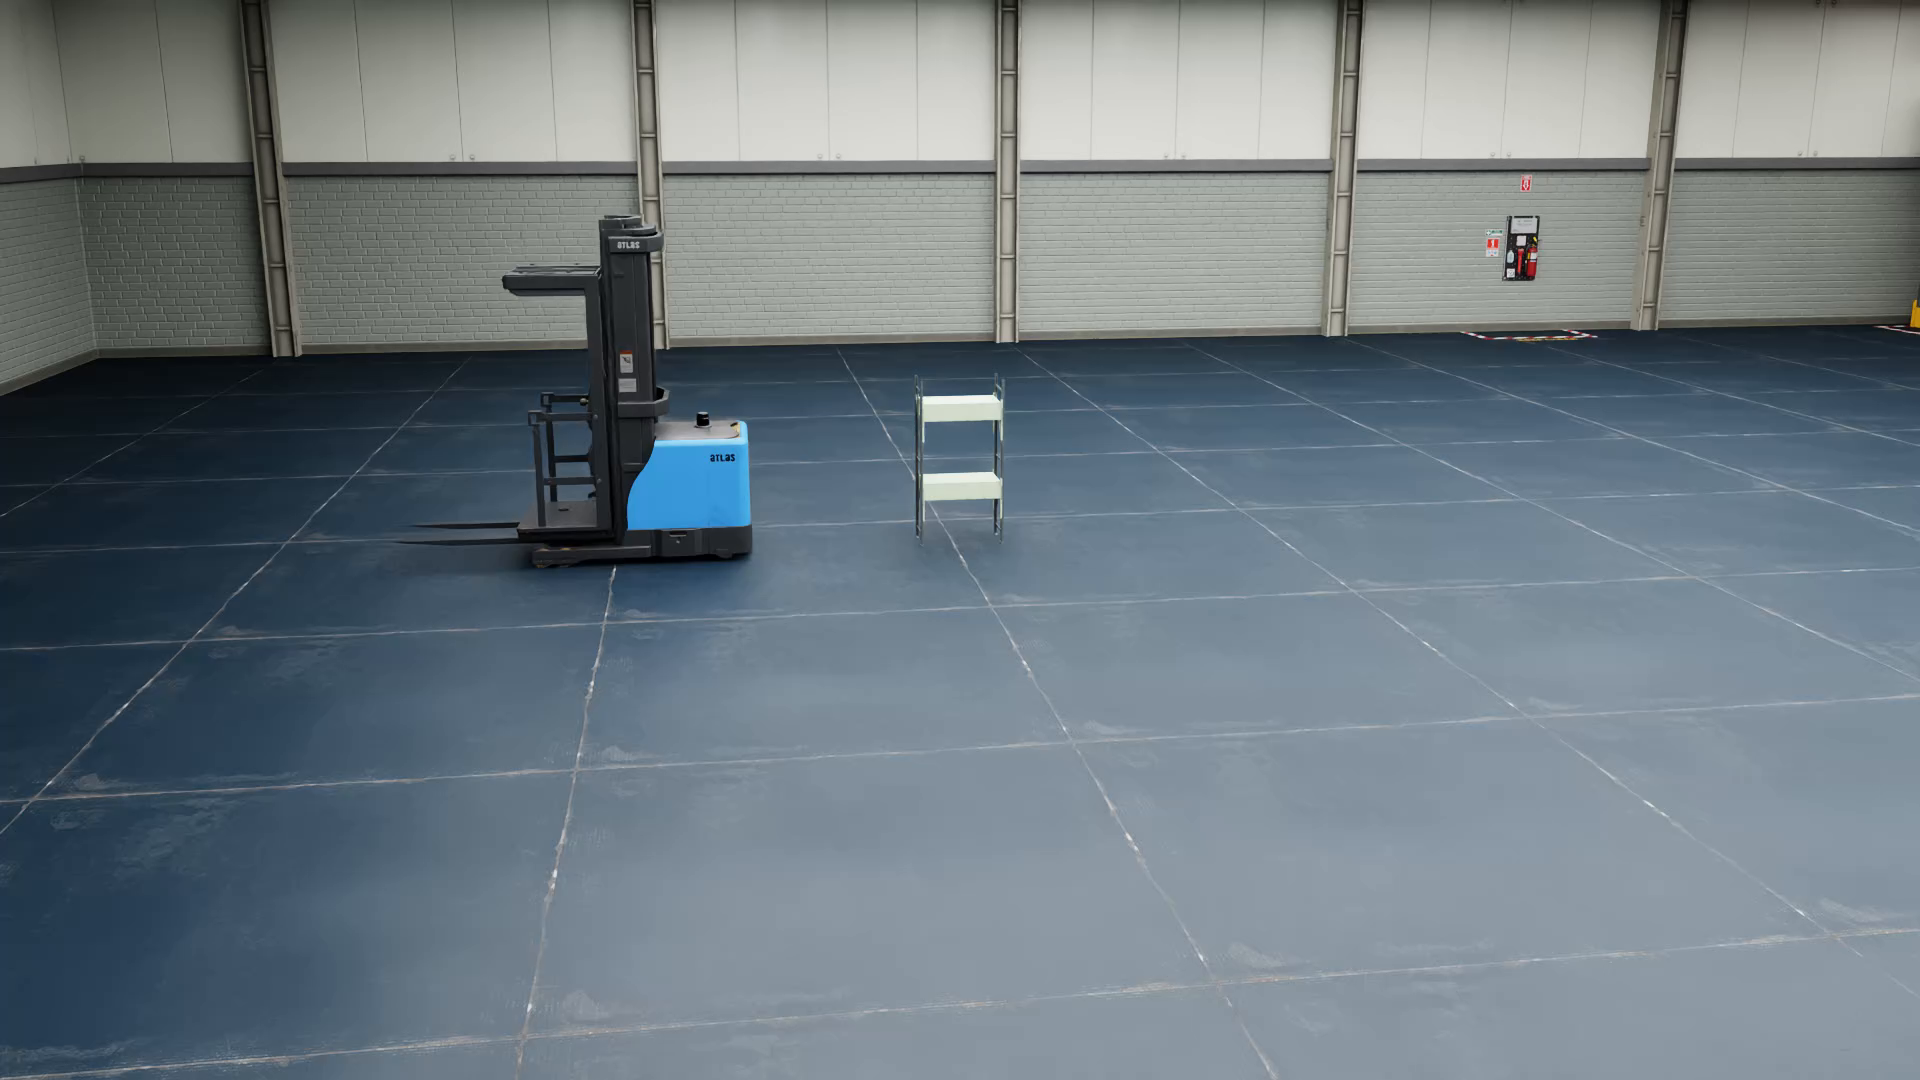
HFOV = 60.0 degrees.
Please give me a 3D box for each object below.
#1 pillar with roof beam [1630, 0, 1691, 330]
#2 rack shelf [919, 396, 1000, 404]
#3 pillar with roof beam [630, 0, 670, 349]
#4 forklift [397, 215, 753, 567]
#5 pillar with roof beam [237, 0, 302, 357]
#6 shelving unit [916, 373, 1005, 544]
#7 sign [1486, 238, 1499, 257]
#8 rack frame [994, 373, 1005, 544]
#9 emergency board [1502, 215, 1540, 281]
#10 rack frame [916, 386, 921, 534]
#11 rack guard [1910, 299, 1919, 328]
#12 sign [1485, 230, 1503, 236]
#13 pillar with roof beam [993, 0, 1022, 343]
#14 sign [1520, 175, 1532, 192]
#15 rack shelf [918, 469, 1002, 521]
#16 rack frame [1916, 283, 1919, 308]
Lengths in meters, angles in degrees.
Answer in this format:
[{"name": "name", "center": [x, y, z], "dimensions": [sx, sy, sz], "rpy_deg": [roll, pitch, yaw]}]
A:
[{"name": "pillar with roof beam", "center": [13.312, -7.236, 25.604], "dimensions": [0.400, 9.000, 9.100], "rpy_deg": [-2, 14, -8]}, {"name": "rack shelf", "center": [-0.007, -1.201, 14.948], "dimensions": [0.686, 0.124, 0.368], "rpy_deg": [-2, 14, -8]}, {"name": "pillar with roof beam", "center": [-4.487, -6.584, 23.003], "dimensions": [0.400, 9.000, 9.100], "rpy_deg": [-2, 14, -8]}, {"name": "forklift", "center": [-3.378, -1.317, 14.477], "dimensions": [3.031, 2.935, 1.130], "rpy_deg": [-2, 14, -7]}, {"name": "pillar with roof beam", "center": [-10.420, -6.366, 22.136], "dimensions": [0.400, 9.000, 9.100], "rpy_deg": [-2, 14, -8]}, {"name": "shelving unit", "center": [-0.003, -0.727, 15.067], "dimensions": [0.748, 1.500, 0.431], "rpy_deg": [-2, 14, -8]}, {"name": "sign", "center": [9.659, -5.303, 30.157], "dimensions": [0.234, 0.329, 0.001], "rpy_deg": [-2, 14, -8]}, {"name": "rack frame", "center": [0.355, -0.740, 15.119], "dimensions": [0.023, 1.500, 0.400], "rpy_deg": [-2, 14, -8]}, {"name": "emergency board", "center": [10.210, -5.285, 30.159], "dimensions": [0.626, 1.169, 0.157], "rpy_deg": [-2, 14, -8]}, {"name": "rack frame", "center": [-0.368, -0.714, 15.012], "dimensions": [0.010, 1.308, 0.380], "rpy_deg": [-2, 14, -8]}, {"name": "rack guard", "center": [18.116, -4.136, 30.714], "dimensions": [0.348, 0.500, 1.175], "rpy_deg": [-2, 14, -8]}, {"name": "sign", "center": [9.665, -5.558, 30.085], "dimensions": [0.331, 0.109, 0.001], "rpy_deg": [-2, 14, -8]}, {"name": "pillar with roof beam", "center": [1.446, -6.801, 23.870], "dimensions": [0.400, 9.000, 9.100], "rpy_deg": [-2, 14, -8]}, {"name": "sign", "center": [10.199, -6.429, 29.955], "dimensions": [0.199, 0.298, 0.001], "rpy_deg": [-2, 14, -8]}, {"name": "rack shelf", "center": [-0.007, -0.411, 15.146], "dimensions": [0.720, 0.370, 0.431], "rpy_deg": [-2, 14, -8]}, {"name": "rack frame", "center": [18.040, -5.346, 30.399], "dimensions": [0.127, 3.000, 1.000], "rpy_deg": [-2, 14, -8]}]
